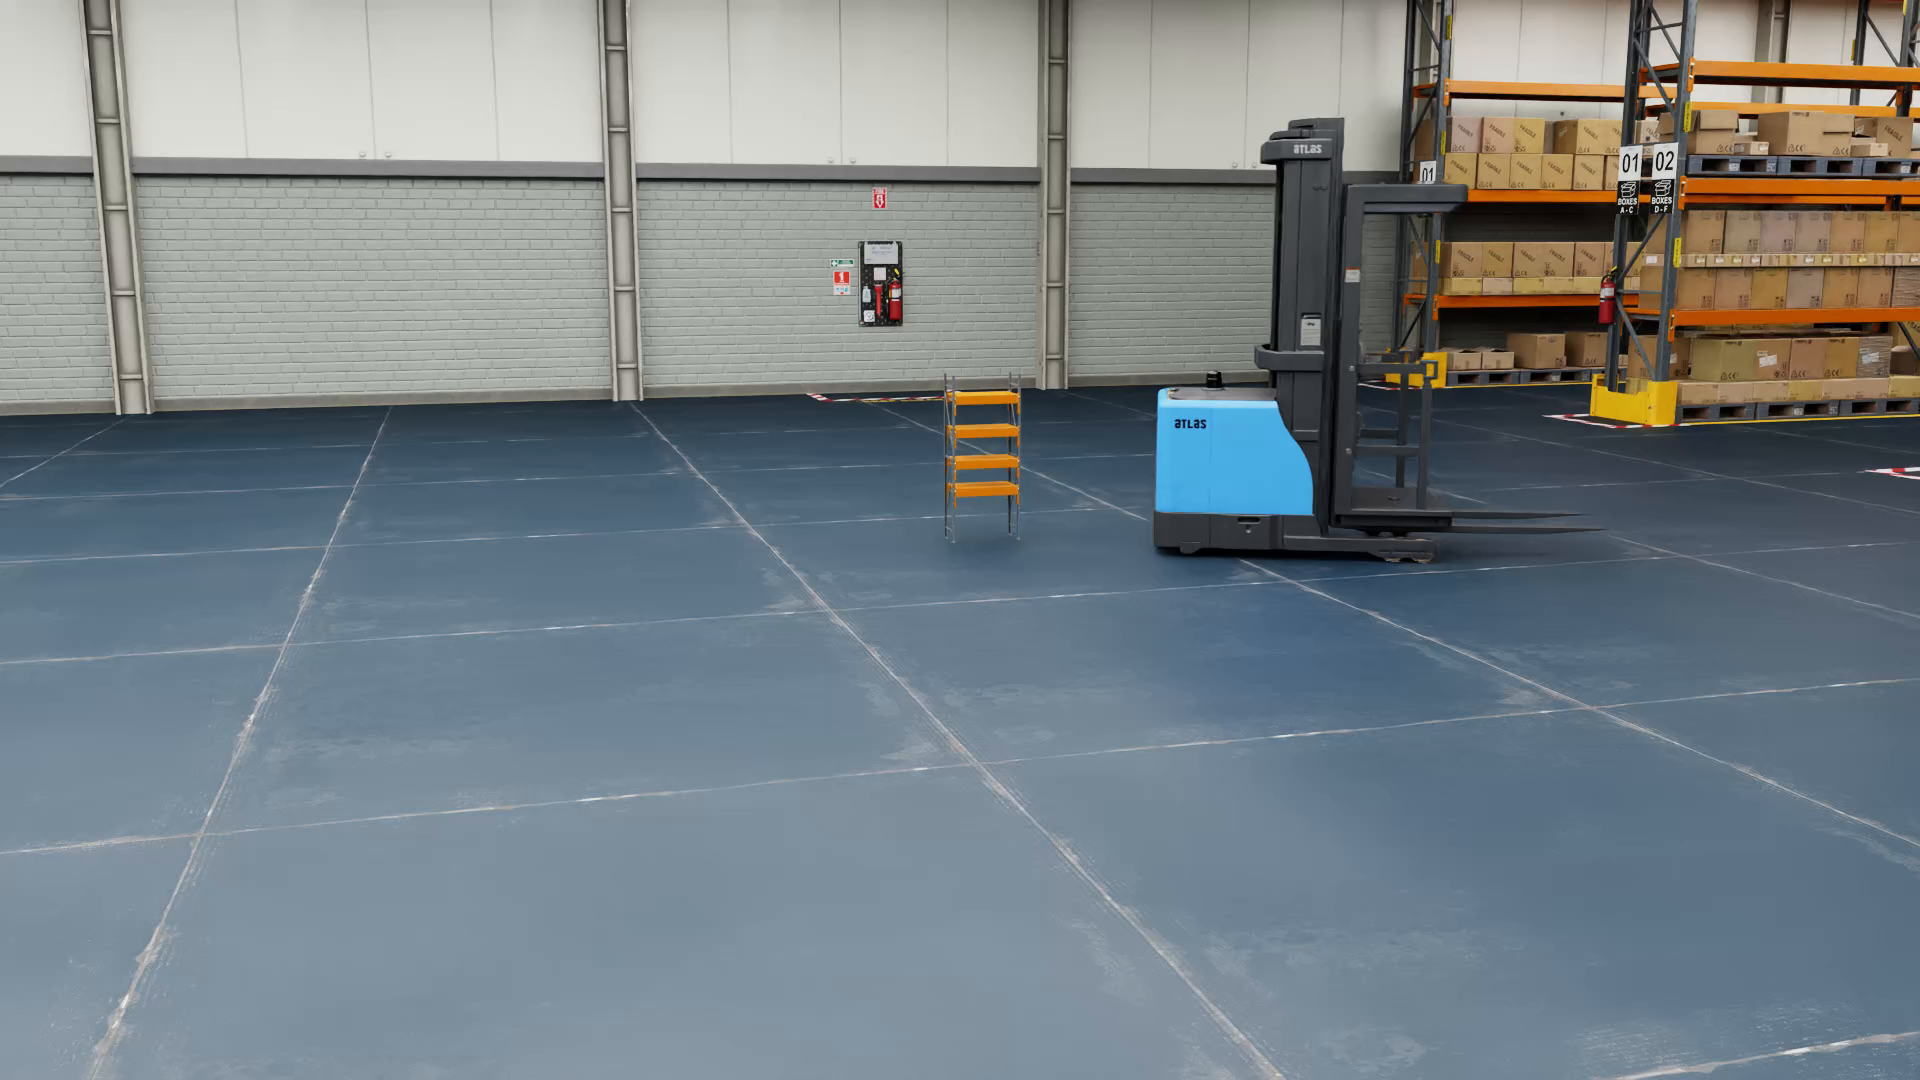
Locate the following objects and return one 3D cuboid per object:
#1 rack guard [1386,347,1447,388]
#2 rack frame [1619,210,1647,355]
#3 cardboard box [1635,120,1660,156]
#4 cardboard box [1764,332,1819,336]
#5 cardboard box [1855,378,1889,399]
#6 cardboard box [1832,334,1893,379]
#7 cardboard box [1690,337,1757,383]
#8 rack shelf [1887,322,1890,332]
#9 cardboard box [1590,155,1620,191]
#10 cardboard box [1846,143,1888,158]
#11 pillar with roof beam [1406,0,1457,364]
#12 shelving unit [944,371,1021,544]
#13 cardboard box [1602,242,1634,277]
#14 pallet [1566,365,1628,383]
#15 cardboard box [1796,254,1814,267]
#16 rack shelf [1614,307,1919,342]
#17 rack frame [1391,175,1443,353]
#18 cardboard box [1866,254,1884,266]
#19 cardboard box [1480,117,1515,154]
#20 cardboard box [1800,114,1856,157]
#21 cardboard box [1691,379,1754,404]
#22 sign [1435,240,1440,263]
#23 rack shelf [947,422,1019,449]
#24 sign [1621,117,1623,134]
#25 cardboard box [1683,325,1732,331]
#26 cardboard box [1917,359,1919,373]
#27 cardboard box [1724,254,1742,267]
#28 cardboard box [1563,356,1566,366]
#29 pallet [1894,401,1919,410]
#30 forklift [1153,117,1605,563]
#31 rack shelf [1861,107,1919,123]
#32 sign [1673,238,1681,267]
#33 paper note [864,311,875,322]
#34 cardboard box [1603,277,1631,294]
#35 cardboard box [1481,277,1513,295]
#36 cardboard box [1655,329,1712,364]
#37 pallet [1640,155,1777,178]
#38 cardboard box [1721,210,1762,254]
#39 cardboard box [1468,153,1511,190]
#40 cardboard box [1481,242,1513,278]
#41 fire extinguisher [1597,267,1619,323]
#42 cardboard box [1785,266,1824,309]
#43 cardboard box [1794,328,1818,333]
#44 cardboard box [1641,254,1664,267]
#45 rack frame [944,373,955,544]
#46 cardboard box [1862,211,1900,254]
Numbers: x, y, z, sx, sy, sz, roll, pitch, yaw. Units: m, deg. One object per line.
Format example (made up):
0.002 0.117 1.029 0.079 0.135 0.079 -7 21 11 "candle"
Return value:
6.719 -2.548 24.508 0.348 0.500 1.175 -3 11 -16 "rack guard"
10.486 -3.976 25.360 0.127 3.000 1.000 -3 11 -16 "rack frame"
10.081 -5.930 24.594 0.500 0.500 0.500 -4 11 -21 "cardboard box"
10.382 -2.319 20.720 0.500 0.500 0.500 -3 11 -16 "cardboard box"
11.008 -1.885 20.433 0.500 0.250 0.500 -3 11 -16 "cardboard box"
11.007 -2.254 20.367 0.500 0.500 0.500 -3 11 -16 "cardboard box"
9.091 -2.150 19.804 0.500 0.500 0.500 -3 11 -16 "cardboard box"
13.795 -2.863 21.299 4.000 0.370 1.077 -3 11 -16 "rack shelf"
9.582 -5.419 24.579 0.500 0.500 0.500 -4 11 -21 "cardboard box"
10.793 -4.634 19.795 0.250 0.149 0.380 -3 11 -16 "cardboard box"
8.279 -6.162 20.662 0.400 9.000 9.100 -3 11 -16 "pillar with roof beam"
0.159 -0.598 11.983 0.503 1.200 0.258 -3 11 -16 "shelving unit"
9.641 -4.177 24.740 0.500 0.500 0.500 -3 11 -16 "cardboard box"
9.852 -2.565 25.395 1.213 0.211 1.003 -3 11 -16 "pallet"
9.947 -3.341 19.843 0.250 0.149 0.380 -3 11 -15 "cardboard box"
9.954 -2.660 20.199 4.000 0.370 1.077 -3 11 -16 "rack shelf"
6.646 -3.774 24.261 0.127 3.000 1.000 -3 11 -16 "rack frame"
10.933 -3.393 20.125 0.250 0.149 0.380 -3 11 -16 "cardboard box"
7.579 -5.794 23.855 0.500 0.500 0.500 -3 11 -17 "cardboard box"
10.258 -4.855 20.019 0.637 0.503 0.797 -2 11 -10 "cardboard box"
9.090 -1.782 19.873 0.500 0.250 0.500 -3 11 -16 "cardboard box"
6.798 -4.105 23.670 0.005 0.325 0.100 -3 11 -16 "sign"
0.159 -0.752 11.955 0.480 0.148 0.258 -3 11 -16 "rack shelf"
7.896 -4.880 19.756 0.005 0.325 0.100 -3 11 -16 "sign"
11.610 -3.395 25.821 0.500 0.250 0.500 -3 11 -17 "cardboard box"
12.341 -2.223 20.722 0.500 0.311 0.500 -3 11 -16 "cardboard box"
8.964 -3.290 19.563 0.250 0.149 0.380 -3 11 -16 "cardboard box"
8.945 -2.713 25.158 0.250 0.149 0.380 -4 11 -21 "cardboard box"
12.571 -1.788 21.176 1.213 0.211 1.003 -3 11 -16 "pallet"
2.890 -1.388 11.489 3.031 2.935 1.130 1 10 6 "forklift"
16.247 -6.680 26.568 4.000 0.370 1.077 -3 11 -16 "rack shelf"
8.183 -3.281 18.973 0.005 0.325 0.100 -3 11 -16 "sign"
-1.257 -3.107 23.074 0.142 0.148 0.016 -3 11 -16 "paper note"
9.636 -3.812 24.827 0.500 0.250 0.500 -3 11 -16 "cardboard box"
7.698 -3.708 24.263 0.500 0.250 0.500 -3 11 -18 "cardboard box"
11.189 -3.003 25.765 0.500 0.500 0.700 -3 11 -14 "cardboard box"
8.720 -4.376 19.491 1.213 0.211 1.003 -3 11 -16 "pallet"
9.040 -3.652 19.738 0.500 0.500 0.700 -3 11 -17 "cardboard box"
7.562 -5.302 23.948 0.500 0.500 0.500 -2 11 -12 "cardboard box"
7.666 -4.074 24.179 0.500 0.500 0.500 -3 11 -16 "cardboard box"
7.791 -2.950 19.997 0.183 0.674 0.296 -3 11 -16 "fire extinguisher"
9.971 -3.062 20.120 0.500 0.500 0.700 -3 11 -14 "cardboard box"
13.123 -3.114 26.368 0.500 0.500 0.700 -3 11 -16 "cardboard box"
8.348 -3.334 19.801 0.250 0.149 0.380 -3 11 -17 "cardboard box"
-0.075 -0.586 11.916 0.015 1.200 0.240 -3 11 -16 "rack frame"
10.966 -3.753 20.289 0.500 0.500 0.700 -3 11 -16 "cardboard box"
